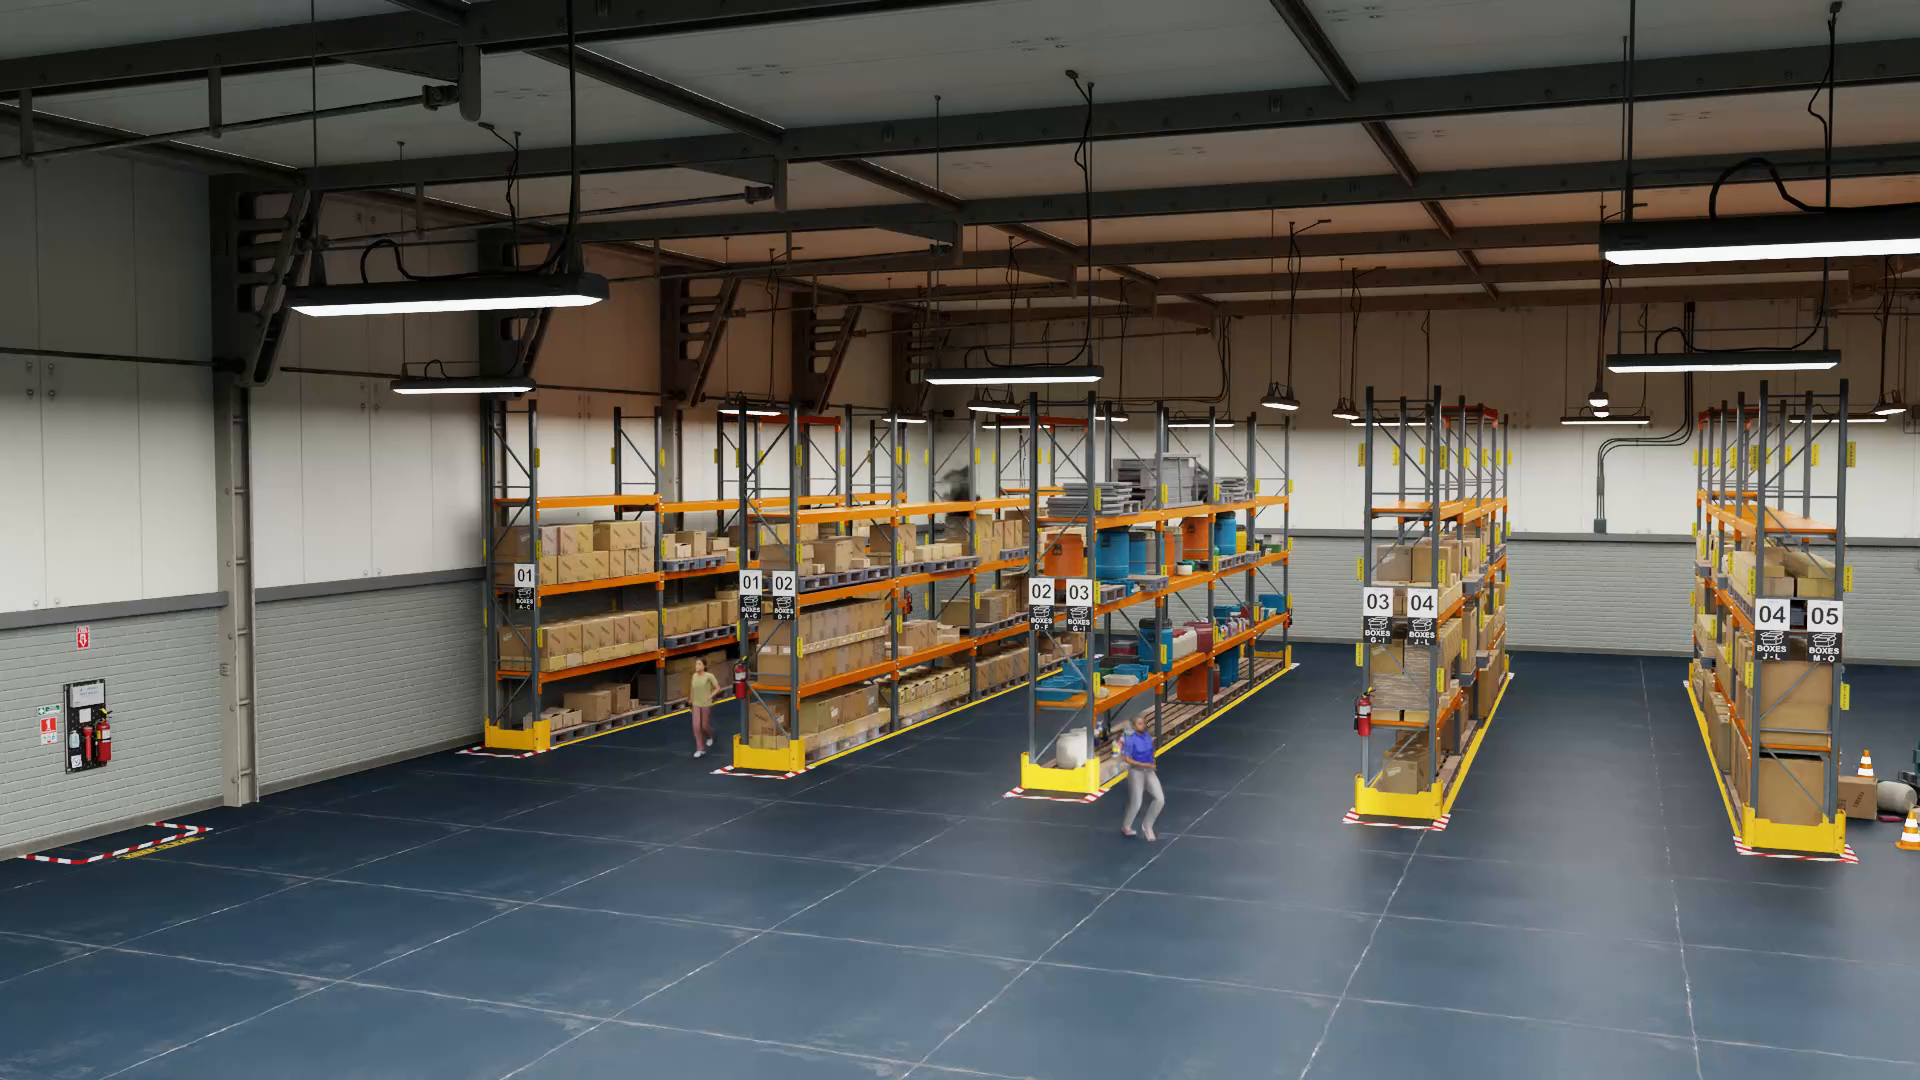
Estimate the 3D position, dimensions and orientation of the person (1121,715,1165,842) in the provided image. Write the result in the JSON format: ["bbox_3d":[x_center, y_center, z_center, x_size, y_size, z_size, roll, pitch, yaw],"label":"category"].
[{"bbox_3d":[2.395,3.128,21.821,0.582,1.652,0.703,-2,3,-31],"label":"person"}]

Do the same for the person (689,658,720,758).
[{"bbox_3d":[-4.326,2.806,28.061,0.575,1.653,0.687,1,3,18],"label":"person"}]
